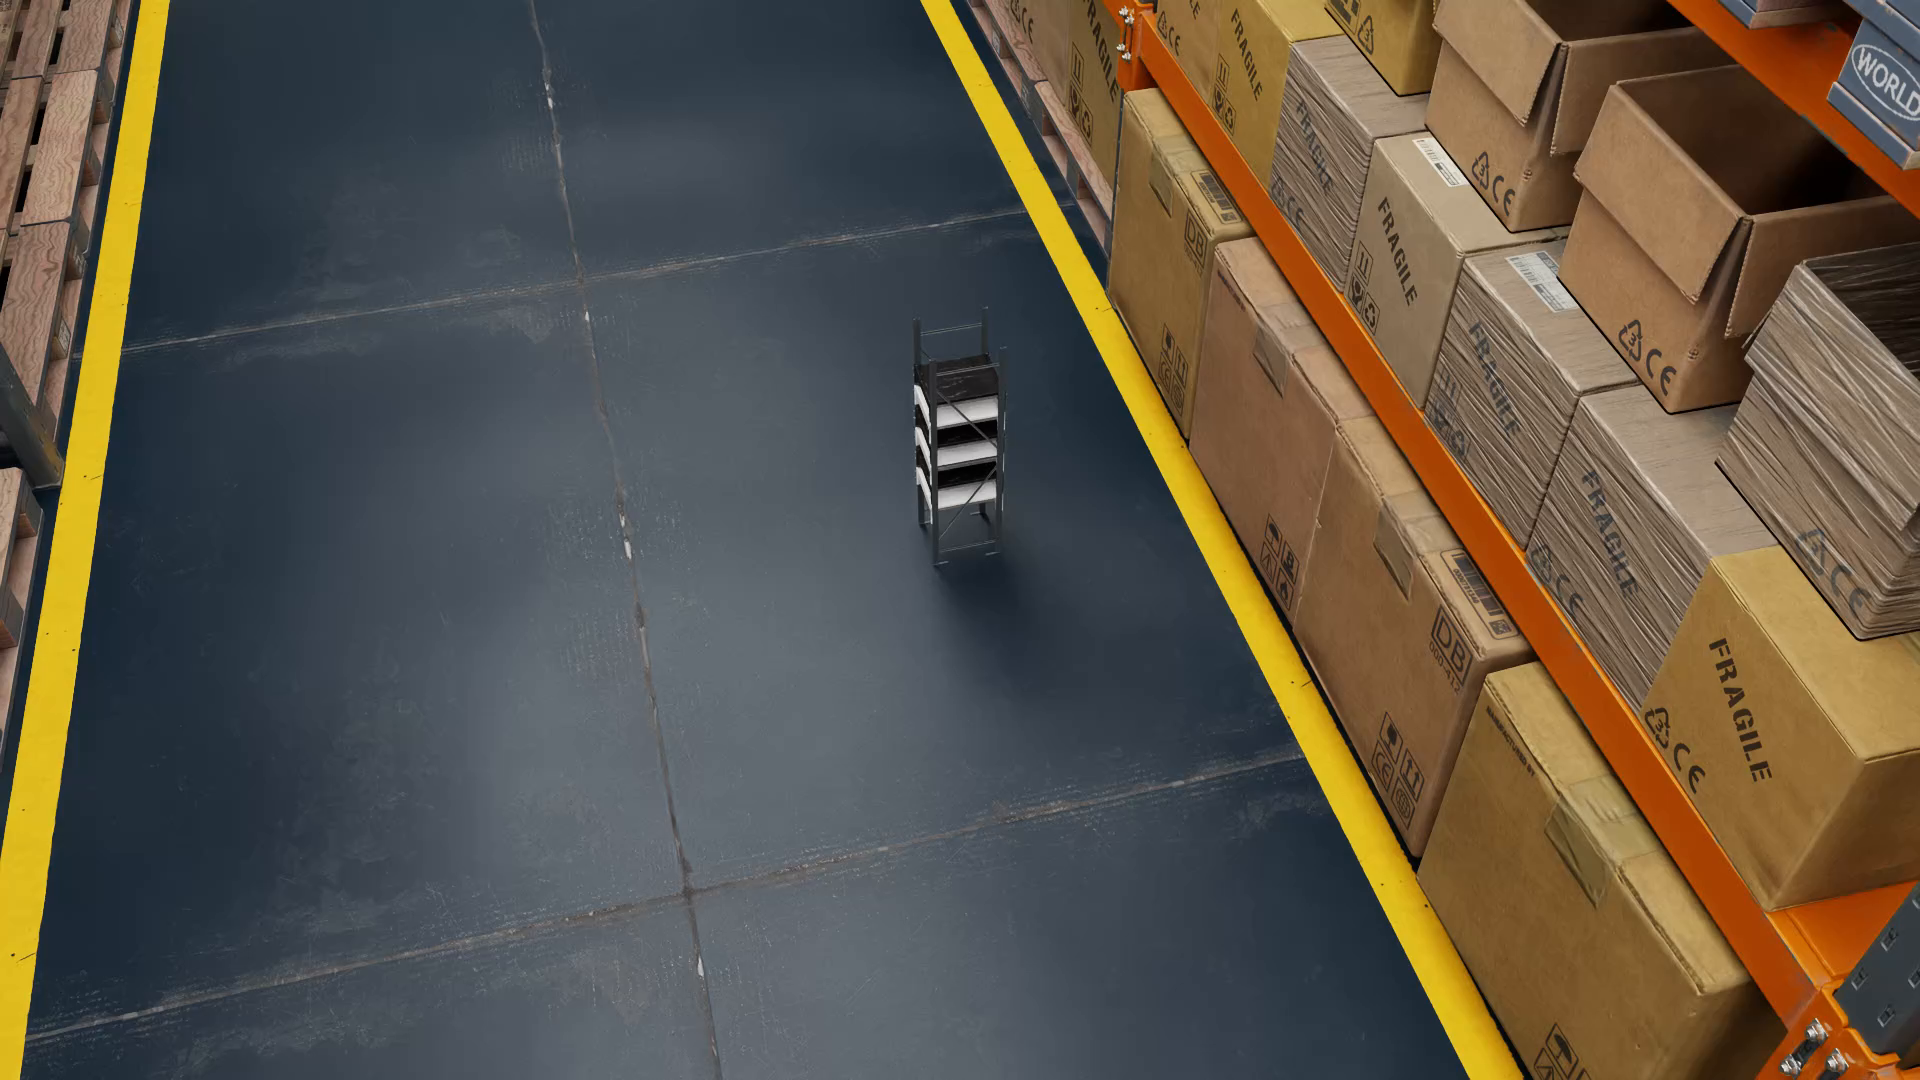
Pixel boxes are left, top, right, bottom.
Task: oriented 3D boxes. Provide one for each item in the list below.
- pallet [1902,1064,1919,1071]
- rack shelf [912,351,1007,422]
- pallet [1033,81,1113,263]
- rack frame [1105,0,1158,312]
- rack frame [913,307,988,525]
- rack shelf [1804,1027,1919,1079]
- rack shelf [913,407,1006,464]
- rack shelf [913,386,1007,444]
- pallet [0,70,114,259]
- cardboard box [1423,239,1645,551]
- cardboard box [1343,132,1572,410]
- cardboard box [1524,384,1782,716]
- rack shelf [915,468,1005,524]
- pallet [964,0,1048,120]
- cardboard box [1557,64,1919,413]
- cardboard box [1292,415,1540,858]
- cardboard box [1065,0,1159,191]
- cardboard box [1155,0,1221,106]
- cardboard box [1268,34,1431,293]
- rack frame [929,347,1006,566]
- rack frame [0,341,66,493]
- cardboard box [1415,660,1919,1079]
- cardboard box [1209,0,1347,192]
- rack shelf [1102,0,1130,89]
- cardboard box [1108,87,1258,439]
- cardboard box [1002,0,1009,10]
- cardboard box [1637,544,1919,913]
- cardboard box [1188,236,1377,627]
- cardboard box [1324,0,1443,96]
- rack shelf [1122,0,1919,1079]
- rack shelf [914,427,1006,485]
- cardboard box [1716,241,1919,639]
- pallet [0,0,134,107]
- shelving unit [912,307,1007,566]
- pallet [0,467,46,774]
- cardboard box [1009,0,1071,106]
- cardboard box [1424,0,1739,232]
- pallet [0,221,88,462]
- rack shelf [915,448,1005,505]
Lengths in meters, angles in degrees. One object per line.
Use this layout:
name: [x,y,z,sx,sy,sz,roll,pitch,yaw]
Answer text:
pallet: [1.980,1.085,4.538,1.003,0.211,1.213,-11,47,-10]
rack shelf: [-0.002,-0.486,5.265,0.258,0.077,0.200,-11,47,-10]
pallet: [0.966,-1.657,7.226,1.003,0.211,1.213,-11,47,-10]
rack frame: [1.085,-2.094,5.702,1.000,3.000,0.127,-11,47,-10]
rack frame: [-0.028,-0.391,5.503,0.240,0.900,0.006,-11,47,-10]
rack shelf: [2.621,2.300,1.899,1.077,0.370,4.000,-11,47,-10]
rack shelf: [-0.002,-0.360,5.394,0.258,0.077,0.200,-11,47,-10]
rack shelf: [-0.002,-0.423,5.329,0.258,0.077,0.200,-11,47,-10]
pallet: [-4.244,-1.557,7.128,1.003,0.211,1.213,-11,47,-10]
cardboard box: [1.485,-0.366,3.939,0.500,0.500,0.500,-12,47,-12]
cardboard box: [1.356,-0.717,4.283,0.500,0.500,0.500,-10,46,-10]
cardboard box: [1.621,-0.008,3.588,0.500,0.500,0.500,-11,47,-11]
rack shelf: [-0.002,-0.171,5.586,0.258,0.077,0.200,-11,47,-10]
pallet: [0.650,-2.501,8.053,1.003,0.211,1.213,-11,47,-10]
cardboard box: [1.773,-0.677,3.541,0.797,0.503,0.637,-10,46,-9]
cardboard box: [1.732,0.167,4.680,1.225,0.875,0.875,-11,47,-10]
cardboard box: [0.993,-1.968,6.772,0.875,0.875,0.875,-11,47,-10]
cardboard box: [0.961,-1.766,5.310,0.500,0.500,0.500,-11,47,-10]
cardboard box: [1.218,-1.073,4.632,0.500,0.500,0.500,-12,47,-11]
rack frame: [0.024,-0.250,5.365,0.240,0.900,0.006,-11,47,-10]
rack frame: [-3.703,-1.188,4.815,1.000,3.000,0.127,-11,47,-10]
cardboard box: [1.953,0.784,4.075,1.225,0.875,0.875,-13,47,-12]
cardboard box: [1.091,-1.419,4.970,0.500,0.500,0.500,-11,47,-10]
rack shelf: [0.573,-3.223,7.312,1.077,0.370,4.000,-11,47,-10]
cardboard box: [1.268,-1.059,5.881,1.225,0.875,0.875,-11,47,-10]
cardboard box: [0.535,-3.204,7.983,0.875,0.875,0.875,-11,47,-10]
cardboard box: [1.743,0.337,3.249,0.500,0.500,0.500,-9,46,-9]
cardboard box: [1.498,-0.442,5.277,1.225,0.875,0.875,-12,47,-12]
cardboard box: [1.421,-1.565,4.411,0.797,0.503,0.637,-10,46,-10]
rack shelf: [1.597,-0.461,4.606,1.077,0.370,4.000,-11,47,-10]
rack shelf: [-0.002,-0.297,5.458,0.258,0.077,0.200,-11,47,-10]
cardboard box: [1.938,-0.226,3.099,0.797,0.503,0.637,-9,46,-9]
pallet: [-4.553,-2.398,7.952,1.003,0.211,1.213,-11,47,-10]
shelving unit: [-0.002,-0.321,5.434,0.258,0.900,0.210,-11,47,-10]
pallet: [-3.546,0.328,5.281,1.003,0.211,1.213,-11,47,-10]
cardboard box: [0.763,-2.589,7.381,0.875,0.875,0.875,-11,47,-10]
cardboard box: [1.595,-1.139,3.993,0.797,0.503,0.637,-9,46,-9]
pallet: [-3.929,-0.713,6.301,1.003,0.211,1.213,-11,47,-10]
rack shelf: [-0.002,-0.234,5.522,0.258,0.077,0.200,-11,47,-10]
